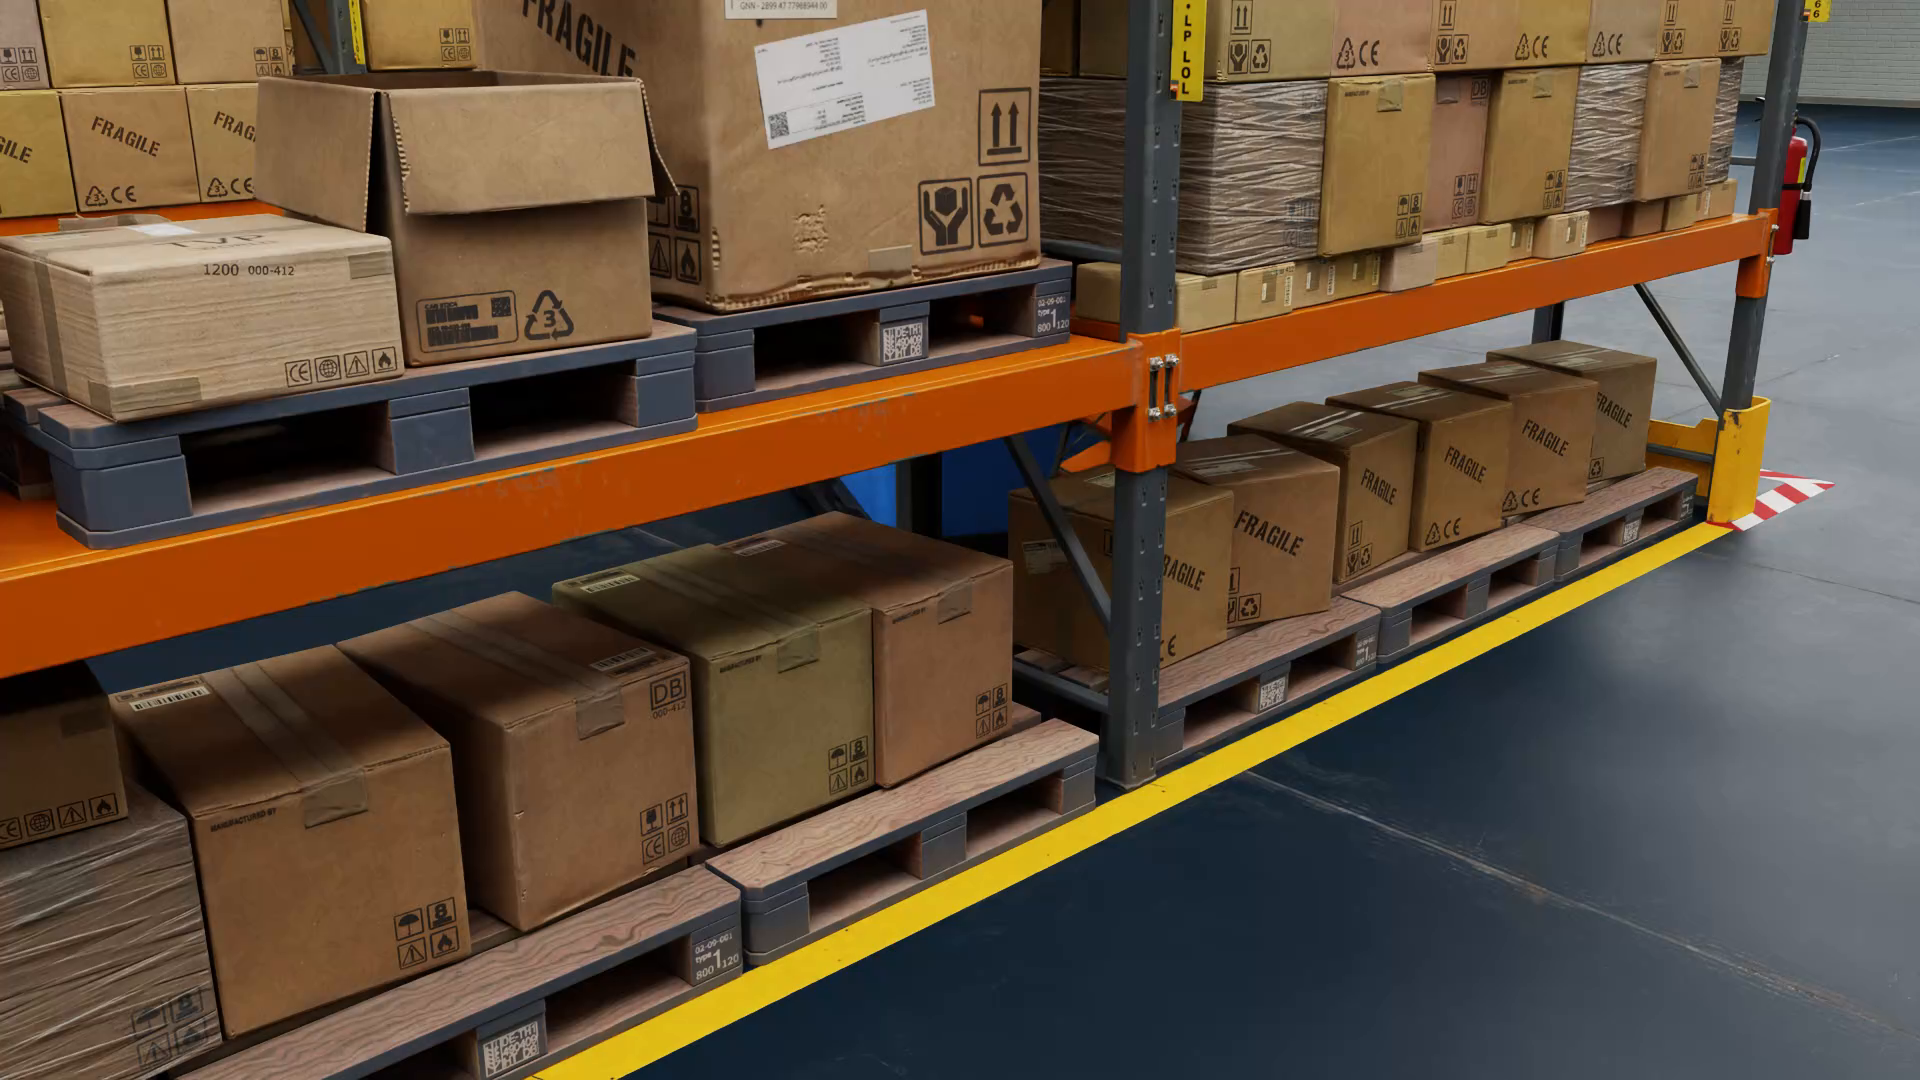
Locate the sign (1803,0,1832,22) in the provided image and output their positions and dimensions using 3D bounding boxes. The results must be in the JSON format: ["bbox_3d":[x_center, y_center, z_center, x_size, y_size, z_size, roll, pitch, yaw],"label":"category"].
[{"bbox_3d":[3.455,-2.248,6.664,0.005,0.325,0.100,-16,24,-41],"label":"sign"}]

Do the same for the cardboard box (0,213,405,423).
[{"bbox_3d":[-1.349,-0.412,2.954,0.500,0.250,0.500,17,25,42],"label":"cardboard box"}]

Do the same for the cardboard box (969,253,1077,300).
[{"bbox_3d":[0.136,-0.820,5.056,0.250,0.149,0.380,-16,24,-41],"label":"cardboard box"}]

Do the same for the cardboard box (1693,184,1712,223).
[{"bbox_3d":[2.841,-1.396,6.835,0.250,0.149,0.380,-16,24,-41],"label":"cardboard box"}]

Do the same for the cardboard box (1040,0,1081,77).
[{"bbox_3d":[0.320,-1.649,4.943,0.500,0.500,0.500,-16,24,-41],"label":"cardboard box"}]

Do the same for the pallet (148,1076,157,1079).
[{"bbox_3d":[-2.156,1.181,2.999,1.213,0.211,1.003,-16,24,-41],"label":"pallet"}]

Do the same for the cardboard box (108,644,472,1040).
[{"bbox_3d":[-1.450,0.611,3.576,0.500,0.500,0.700,-14,23,-36],"label":"cardboard box"}]

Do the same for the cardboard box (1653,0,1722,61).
[{"bbox_3d":[2.499,-2.061,6.211,0.500,0.500,0.500,-16,24,-41],"label":"cardboard box"}]

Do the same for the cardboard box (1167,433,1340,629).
[{"bbox_3d":[0.911,-0.037,5.608,0.500,0.500,0.500,-8,20,-24],"label":"cardboard box"}]

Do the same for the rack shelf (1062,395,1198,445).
[{"bbox_3d":[0.595,-0.413,5.826,0.258,0.148,0.480,30,36,25],"label":"rack shelf"}]

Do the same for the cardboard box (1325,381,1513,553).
[{"bbox_3d":[1.744,-0.295,6.402,0.500,0.500,0.500,-14,22,-36],"label":"cardboard box"}]

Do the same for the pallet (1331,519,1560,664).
[{"bbox_3d":[1.532,0.089,6.369,1.213,0.211,1.003,-16,24,-41],"label":"pallet"}]

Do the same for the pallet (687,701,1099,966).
[{"bbox_3d":[-0.383,0.664,4.594,1.213,0.211,1.003,-16,24,-41],"label":"pallet"}]

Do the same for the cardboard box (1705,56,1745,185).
[{"bbox_3d":[2.670,-1.754,6.886,0.500,0.500,0.875,-16,24,-41],"label":"cardboard box"}]

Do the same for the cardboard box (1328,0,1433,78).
[{"bbox_3d":[1.046,-1.637,4.904,0.500,0.500,0.500,-16,24,-41],"label":"cardboard box"}]

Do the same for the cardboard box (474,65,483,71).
[{"bbox_3d":[-2.508,-2.234,8.769,0.550,0.550,0.875,-16,24,-41],"label":"cardboard box"}]

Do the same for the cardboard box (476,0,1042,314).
[{"bbox_3d":[-0.492,-1.176,4.094,1.000,1.000,1.000,-16,24,-40],"label":"cardboard box"}]

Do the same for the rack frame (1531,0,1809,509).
[{"bbox_3d":[3.088,-1.675,7.288,0.127,3.000,1.000,-16,24,-41],"label":"rack frame"}]

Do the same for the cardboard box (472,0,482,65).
[{"bbox_3d":[-2.541,-2.759,8.636,0.550,0.550,0.875,-16,24,-41],"label":"cardboard box"}]

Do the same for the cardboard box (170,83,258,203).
[{"bbox_3d":[-3.348,-1.838,7.627,0.500,0.500,0.500,-16,24,-41],"label":"cardboard box"}]

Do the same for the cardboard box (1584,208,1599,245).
[{"bbox_3d":[2.126,-1.180,6.169,0.250,0.149,0.380,-16,24,-41],"label":"cardboard box"}]

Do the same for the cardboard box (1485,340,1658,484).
[{"bbox_3d":[2.623,-0.557,7.212,0.500,0.500,0.500,-11,21,-31],"label":"cardboard box"}]

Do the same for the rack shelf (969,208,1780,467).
[{"bbox_3d":[1.635,-0.909,6.092,4.000,0.370,1.077,-16,24,-41],"label":"rack shelf"}]

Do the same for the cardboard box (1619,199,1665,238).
[{"bbox_3d":[2.502,-1.282,6.483,0.250,0.149,0.380,-16,24,-41],"label":"cardboard box"}]

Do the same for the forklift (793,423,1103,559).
[{"bbox_3d":[-0.170,-1.580,7.107,1.130,2.935,3.031,-5,19,-15],"label":"forklift"}]

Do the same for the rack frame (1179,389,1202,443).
[{"bbox_3d":[0.710,-0.364,6.087,0.240,1.200,0.015,30,36,25],"label":"rack frame"}]

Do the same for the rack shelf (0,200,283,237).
[{"bbox_3d":[-4.606,-1.195,6.972,4.000,0.370,1.077,-16,24,-41],"label":"rack shelf"}]

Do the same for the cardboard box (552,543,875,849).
[{"bbox_3d":[-0.639,0.374,4.306,0.500,0.500,0.700,-16,24,-41],"label":"cardboard box"}]

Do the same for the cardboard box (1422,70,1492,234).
[{"bbox_3d":[1.233,-1.325,5.563,0.500,0.500,0.875,-16,24,-41],"label":"cardboard box"}]

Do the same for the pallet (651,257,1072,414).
[{"bbox_3d":[-0.473,-0.607,4.304,1.213,0.211,1.003,-16,24,-41],"label":"pallet"}]

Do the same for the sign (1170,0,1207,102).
[{"bbox_3d":[0.566,-1.255,4.114,0.005,0.325,0.100,-16,24,-41],"label":"sign"}]

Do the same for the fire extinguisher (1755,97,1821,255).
[{"bbox_3d":[3.488,-1.559,7.056,0.183,0.674,0.296,-16,24,-41],"label":"fire extinguisher"}]

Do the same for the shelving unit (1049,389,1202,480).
[{"bbox_3d":[0.564,-0.283,5.908,0.258,1.200,0.503,30,36,25],"label":"shelving unit"}]

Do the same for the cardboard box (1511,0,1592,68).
[{"bbox_3d":[1.765,-1.851,5.565,0.500,0.500,0.500,-16,24,-41],"label":"cardboard box"}]

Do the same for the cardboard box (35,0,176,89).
[{"bbox_3d":[-3.882,-2.268,7.332,0.500,0.500,0.700,-17,24,-42],"label":"cardboard box"}]

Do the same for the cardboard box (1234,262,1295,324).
[{"bbox_3d":[0.735,-0.736,4.799,0.250,0.149,0.380,-16,24,-41],"label":"cardboard box"}]

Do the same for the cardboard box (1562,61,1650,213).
[{"bbox_3d":[1.996,-1.525,6.180,0.500,0.500,0.875,-16,24,-41],"label":"cardboard box"}]

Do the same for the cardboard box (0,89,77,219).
[{"bbox_3d":[-4.082,-1.623,6.966,0.500,0.500,0.500,-16,24,-40],"label":"cardboard box"}]

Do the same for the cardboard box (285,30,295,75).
[{"bbox_3d":[-5.040,-3.595,12.564,0.500,0.500,0.500,-16,24,-40],"label":"cardboard box"}]

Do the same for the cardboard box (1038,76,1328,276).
[{"bbox_3d":[0.551,-1.098,4.864,0.500,0.500,0.875,-16,24,-41],"label":"cardboard box"}]

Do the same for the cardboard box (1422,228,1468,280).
[{"bbox_3d":[1.436,-0.957,5.479,0.250,0.149,0.380,-16,24,-41],"label":"cardboard box"}]

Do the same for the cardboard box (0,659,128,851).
[{"bbox_3d":[-1.880,0.380,3.074,0.500,0.250,0.500,-13,22,-35],"label":"cardboard box"}]

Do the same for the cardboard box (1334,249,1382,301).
[{"bbox_3d":[1.073,-0.851,5.152,0.250,0.149,0.380,-16,24,-41],"label":"cardboard box"}]

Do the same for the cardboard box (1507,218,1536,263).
[{"bbox_3d":[1.776,-1.070,5.829,0.250,0.149,0.380,-16,24,-41],"label":"cardboard box"}]
